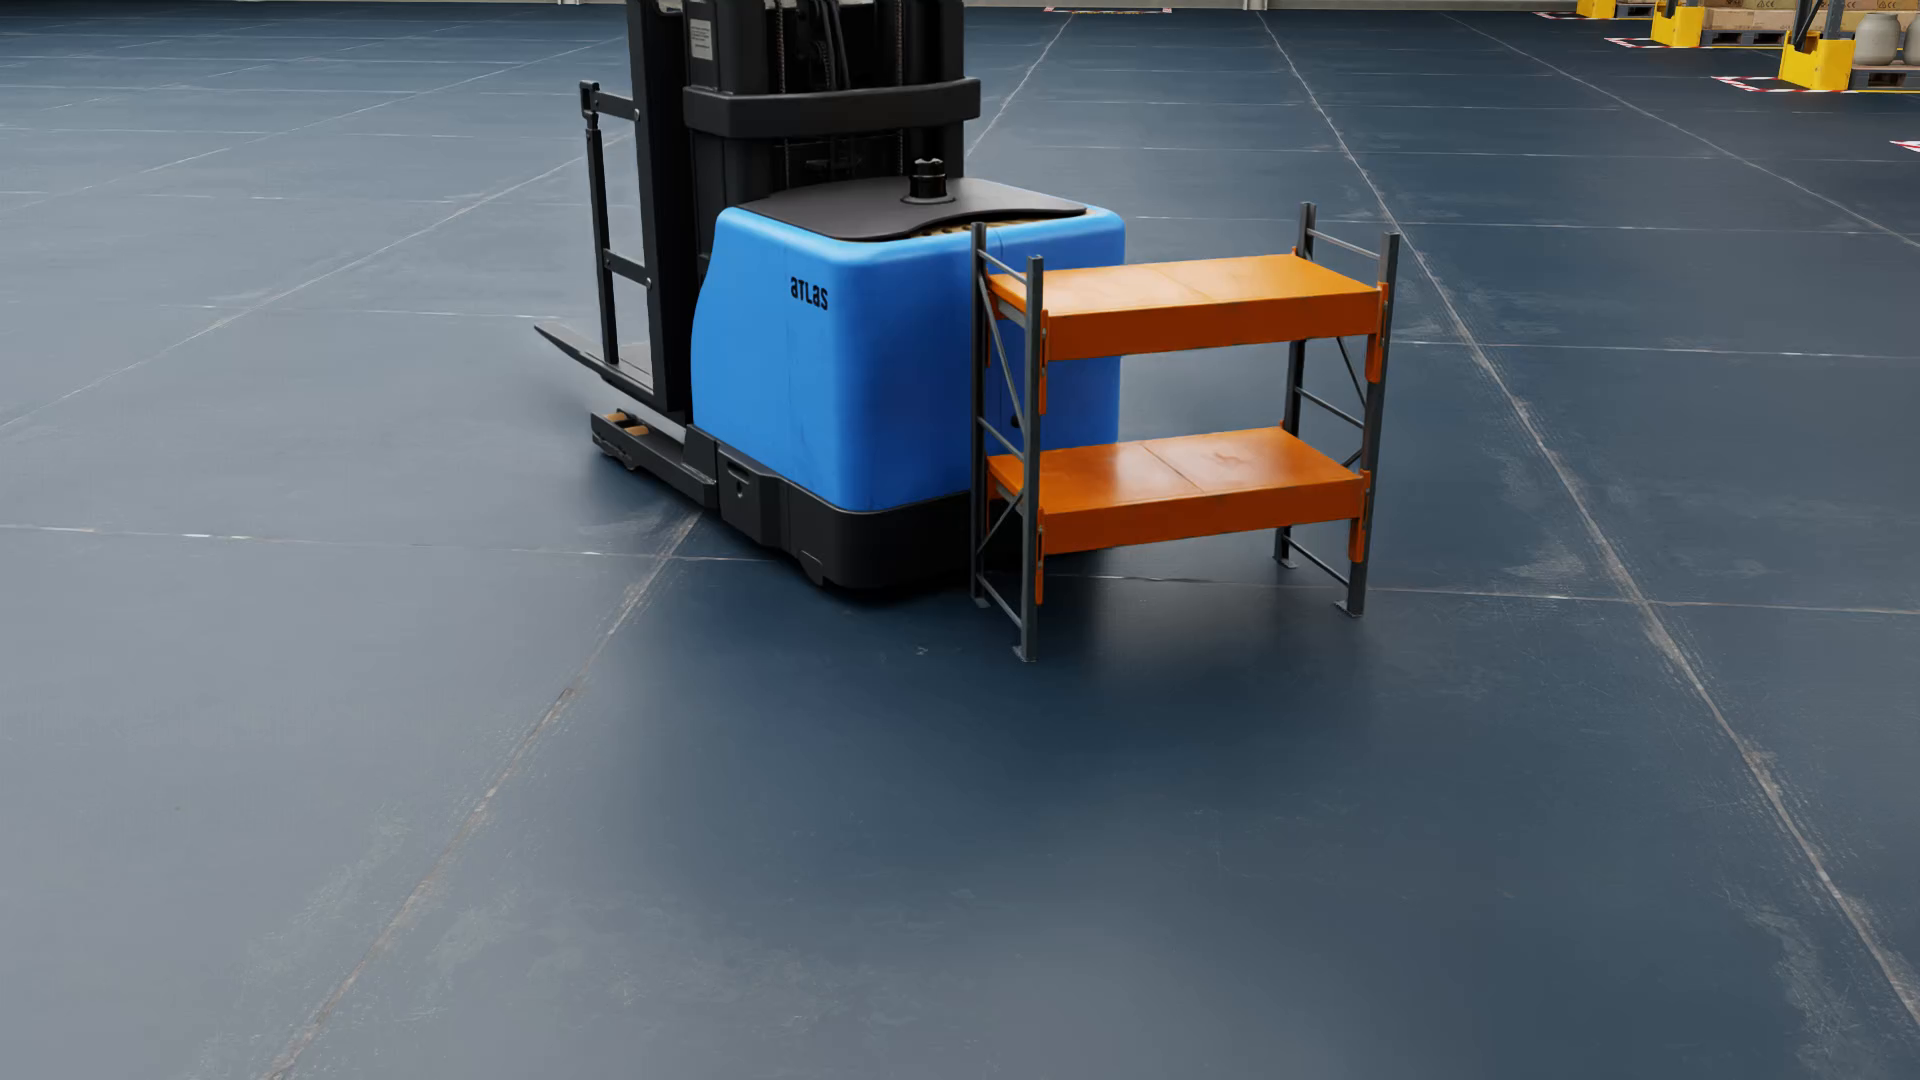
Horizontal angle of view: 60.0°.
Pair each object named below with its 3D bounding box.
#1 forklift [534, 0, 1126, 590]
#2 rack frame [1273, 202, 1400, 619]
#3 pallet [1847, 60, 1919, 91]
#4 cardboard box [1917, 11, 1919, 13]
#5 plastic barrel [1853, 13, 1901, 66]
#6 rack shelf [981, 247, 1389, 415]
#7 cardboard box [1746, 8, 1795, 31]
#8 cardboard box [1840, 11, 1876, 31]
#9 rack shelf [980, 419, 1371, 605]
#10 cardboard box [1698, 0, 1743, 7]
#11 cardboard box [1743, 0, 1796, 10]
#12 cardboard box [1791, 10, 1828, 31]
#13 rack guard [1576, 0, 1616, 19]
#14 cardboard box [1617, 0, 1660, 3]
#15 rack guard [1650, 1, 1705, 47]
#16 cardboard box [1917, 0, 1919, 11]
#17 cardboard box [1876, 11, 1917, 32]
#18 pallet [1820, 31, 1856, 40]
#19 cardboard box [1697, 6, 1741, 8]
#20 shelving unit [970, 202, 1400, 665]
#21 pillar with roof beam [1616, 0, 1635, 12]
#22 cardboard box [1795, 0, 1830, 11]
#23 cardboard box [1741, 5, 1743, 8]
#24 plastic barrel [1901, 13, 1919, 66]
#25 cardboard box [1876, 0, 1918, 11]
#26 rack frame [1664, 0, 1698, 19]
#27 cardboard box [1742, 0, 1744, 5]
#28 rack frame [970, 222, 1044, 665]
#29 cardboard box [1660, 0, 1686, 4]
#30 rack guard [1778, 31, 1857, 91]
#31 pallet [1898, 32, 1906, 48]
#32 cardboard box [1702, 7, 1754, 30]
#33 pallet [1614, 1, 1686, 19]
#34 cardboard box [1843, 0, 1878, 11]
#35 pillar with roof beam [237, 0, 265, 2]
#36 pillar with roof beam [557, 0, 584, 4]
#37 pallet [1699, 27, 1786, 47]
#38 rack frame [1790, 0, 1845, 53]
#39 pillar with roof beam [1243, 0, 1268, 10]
[{"bbox_3d":[-0.722,-1.703,5.761,1.130,2.935,3.031,-14,26,-31],"label":"forklift"},{"bbox_3d":[1.089,-0.383,4.878,0.032,1.125,0.500,-7,23,-16],"label":"rack frame"},{"bbox_3d":[9.893,-4.925,17.609,1.213,0.211,1.003,2,22,6],"label":"pallet"},{"bbox_3d":[12.583,-6.762,21.633,0.500,0.250,0.500,2,22,6],"label":"cardboard box"},{"bbox_3d":[9.668,-5.283,17.534,0.421,0.512,0.421,0,22,0],"label":"plastic barrel"},{"bbox_3d":[0.605,-0.598,4.627,1.000,0.278,0.538,-7,23,-16],"label":"rack shelf"},{"bbox_3d":[10.596,-6.845,21.842,0.500,0.250,0.500,2,22,6],"label":"cardboard box"},{"bbox_3d":[11.588,-6.800,21.728,0.500,0.250,0.500,2,22,6],"label":"cardboard box"},{"bbox_3d":[0.605,-0.099,4.824,1.000,0.278,0.538,-7,23,-16],"label":"rack shelf"},{"bbox_3d":[10.160,-7.404,22.236,0.500,0.500,0.500,2,22,6],"label":"cardboard box"},{"bbox_3d":[10.596,-7.193,21.703,0.500,0.500,0.500,2,22,6],"label":"cardboard box"},{"bbox_3d":[11.092,-6.823,21.787,0.500,0.250,0.500,2,22,6],"label":"cardboard box"},{"bbox_3d":[10.247,-8.696,26.756,0.348,0.500,1.175,2,22,6],"label":"rack guard"},{"bbox_3d":[10.848,-8.753,26.559,0.500,0.311,0.500,0,22,0],"label":"cardboard box"},{"bbox_3d":[9.569,-6.892,22.192,0.348,0.500,1.175,2,22,6],"label":"rack guard"},{"bbox_3d":[12.583,-7.111,21.497,0.500,0.500,0.500,2,22,6],"label":"cardboard box"},{"bbox_3d":[12.085,-6.778,21.674,0.500,0.250,0.500,2,22,6],"label":"cardboard box"},{"bbox_3d":[11.565,-6.685,22.061,1.213,0.211,1.003,2,22,6],"label":"pallet"},{"bbox_3d":[10.160,-7.054,22.372,0.500,0.250,0.500,2,22,6],"label":"cardboard box"},{"bbox_3d":[0.605,-0.326,4.734,1.048,1.125,0.538,-7,23,-16],"label":"shelving unit"},{"bbox_3d":[10.462,-11.365,21.948,0.400,9.000,9.100,2,22,6],"label":"pillar with roof beam"},{"bbox_3d":[11.094,-7.176,21.660,0.500,0.500,0.500,2,22,6],"label":"cardboard box"},{"bbox_3d":[10.658,-7.037,22.328,0.500,0.250,0.500,2,22,6],"label":"cardboard box"},{"bbox_3d":[10.166,-5.261,17.479,0.421,0.512,0.421,0,22,0],"label":"plastic barrel"},{"bbox_3d":[12.086,-7.132,21.548,0.500,0.500,0.500,2,22,6],"label":"cardboard box"},{"bbox_3d":[9.592,-8.053,21.730,0.127,3.000,1.000,2,22,6],"label":"rack frame"},{"bbox_3d":[12.137,-8.767,26.336,0.500,0.500,0.700,1,22,3],"label":"cardboard box"},{"bbox_3d":[0.120,-0.269,4.591,0.032,1.125,0.500,-7,23,-16],"label":"rack frame"},{"bbox_3d":[11.414,-8.729,26.497,0.500,0.311,0.500,4,22,11],"label":"cardboard box"},{"bbox_3d":[9.087,-5.096,17.650,0.348,0.500,1.175,2,22,6],"label":"rack guard"},{"bbox_3d":[12.780,-6.633,21.930,1.213,0.211,1.003,2,22,6],"label":"pallet"},{"bbox_3d":[10.099,-6.865,21.894,0.500,0.250,0.500,2,22,6],"label":"cardboard box"},{"bbox_3d":[11.050,-8.514,26.687,1.213,0.211,1.003,2,22,6],"label":"pallet"},{"bbox_3d":[11.588,-7.148,21.589,0.500,0.500,0.500,2,22,6],"label":"cardboard box"},{"bbox_3d":[-13.371,-12.404,24.575,0.400,9.000,9.100,2,22,6],"label":"pillar with roof beam"},{"bbox_3d":[-7.413,-12.144,23.918,0.400,9.000,9.100,2,22,6],"label":"pillar with roof beam"},{"bbox_3d":[10.357,-6.739,22.197,1.213,0.211,1.003,2,22,6],"label":"pallet"},{"bbox_3d":[9.006,-6.245,17.156,0.127,3.000,1.000,2,22,6],"label":"rack frame"},{"bbox_3d":[4.504,-11.625,22.605,0.400,9.000,9.100,2,22,6],"label":"pillar with roof beam"}]
